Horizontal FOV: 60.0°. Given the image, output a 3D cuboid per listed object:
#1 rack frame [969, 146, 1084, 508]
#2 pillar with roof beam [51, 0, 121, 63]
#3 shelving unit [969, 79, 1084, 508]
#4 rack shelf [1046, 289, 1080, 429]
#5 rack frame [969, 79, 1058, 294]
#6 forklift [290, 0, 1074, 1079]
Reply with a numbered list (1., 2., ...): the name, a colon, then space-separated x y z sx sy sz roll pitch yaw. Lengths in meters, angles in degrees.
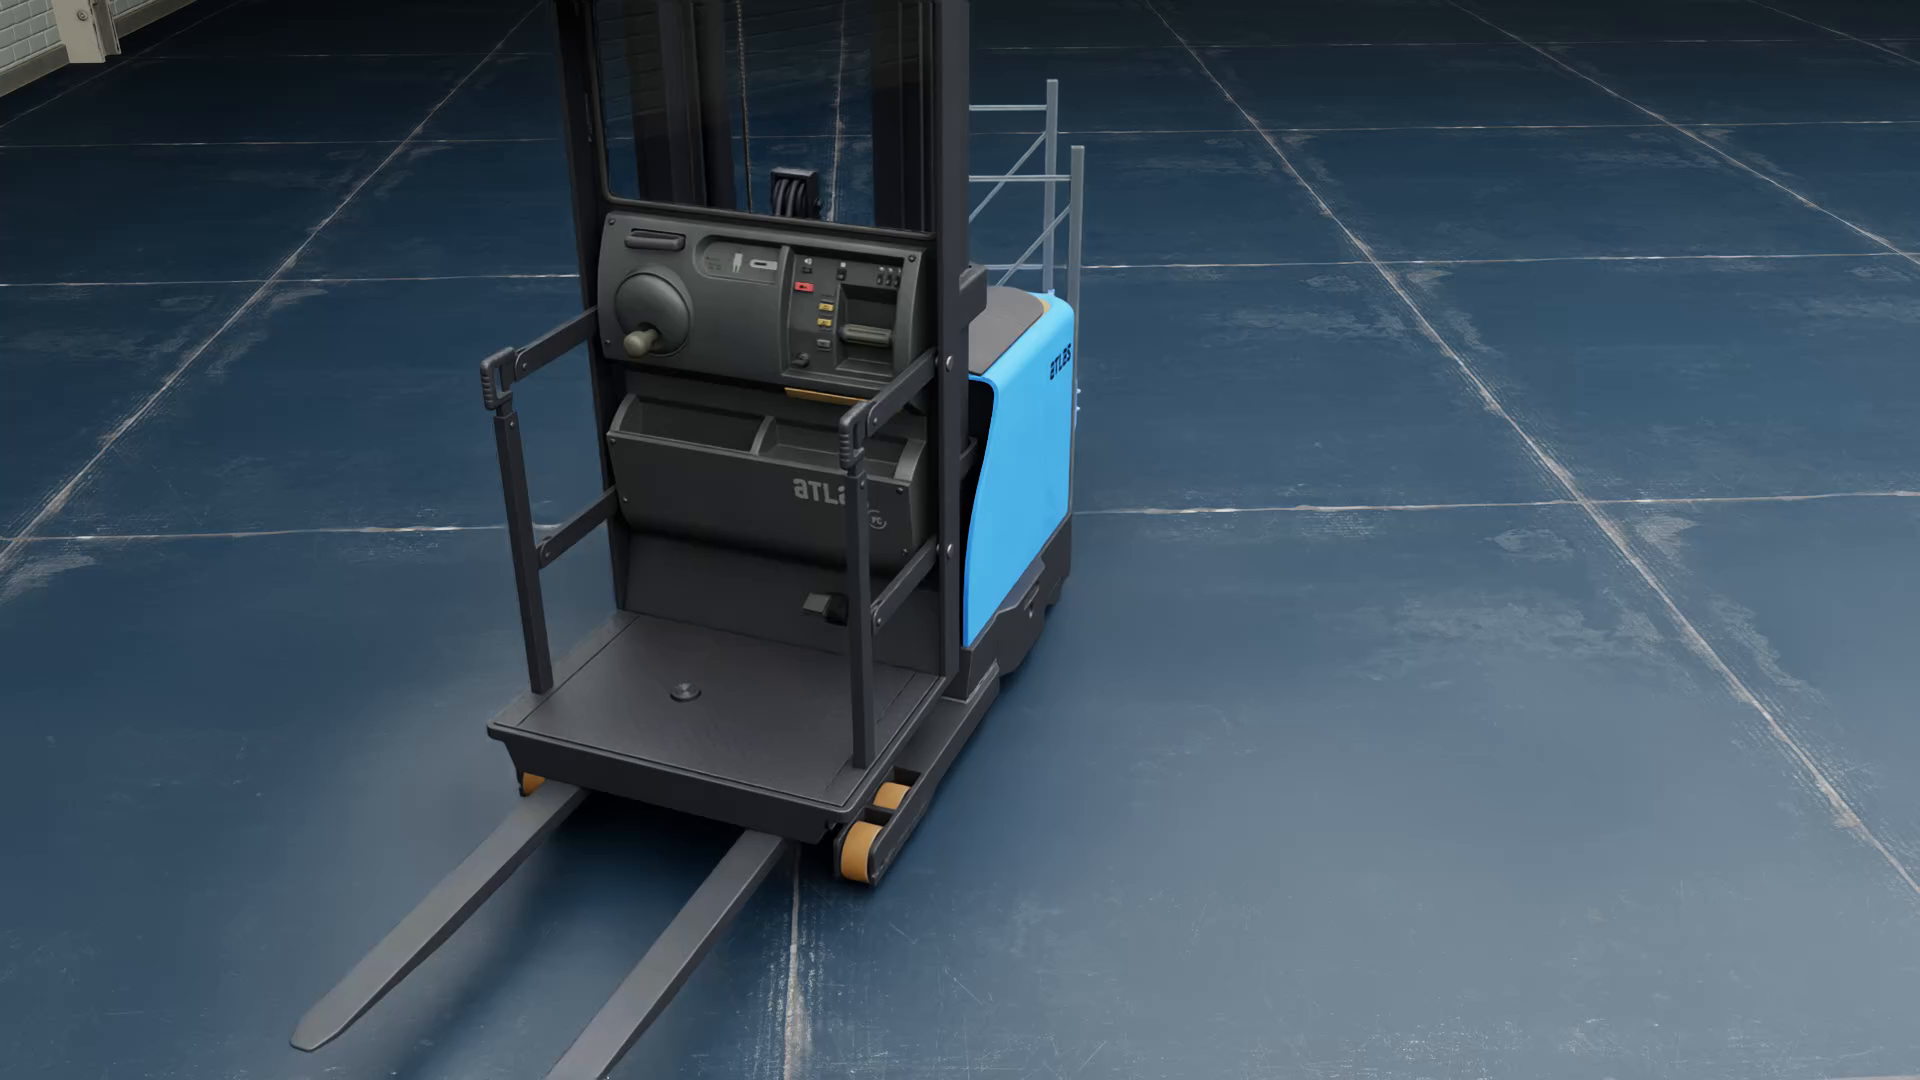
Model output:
1. rack frame: 0.160 -0.631 5.839 0.500 1.500 0.032 -1 28 -2
2. pillar with roof beam: -3.030 -8.174 12.190 9.100 9.000 0.400 -1 28 -3
3. shelving unit: 0.143 -0.866 6.289 0.538 1.500 1.048 -1 28 -2
4. rack shelf: 0.143 -0.707 6.372 0.538 0.185 1.000 -1 28 -2
5. rack frame: 0.127 -1.101 6.740 0.500 1.500 0.032 -1 28 -2
6. forklift: -0.616 -0.593 4.218 1.130 2.935 3.031 10 29 19
